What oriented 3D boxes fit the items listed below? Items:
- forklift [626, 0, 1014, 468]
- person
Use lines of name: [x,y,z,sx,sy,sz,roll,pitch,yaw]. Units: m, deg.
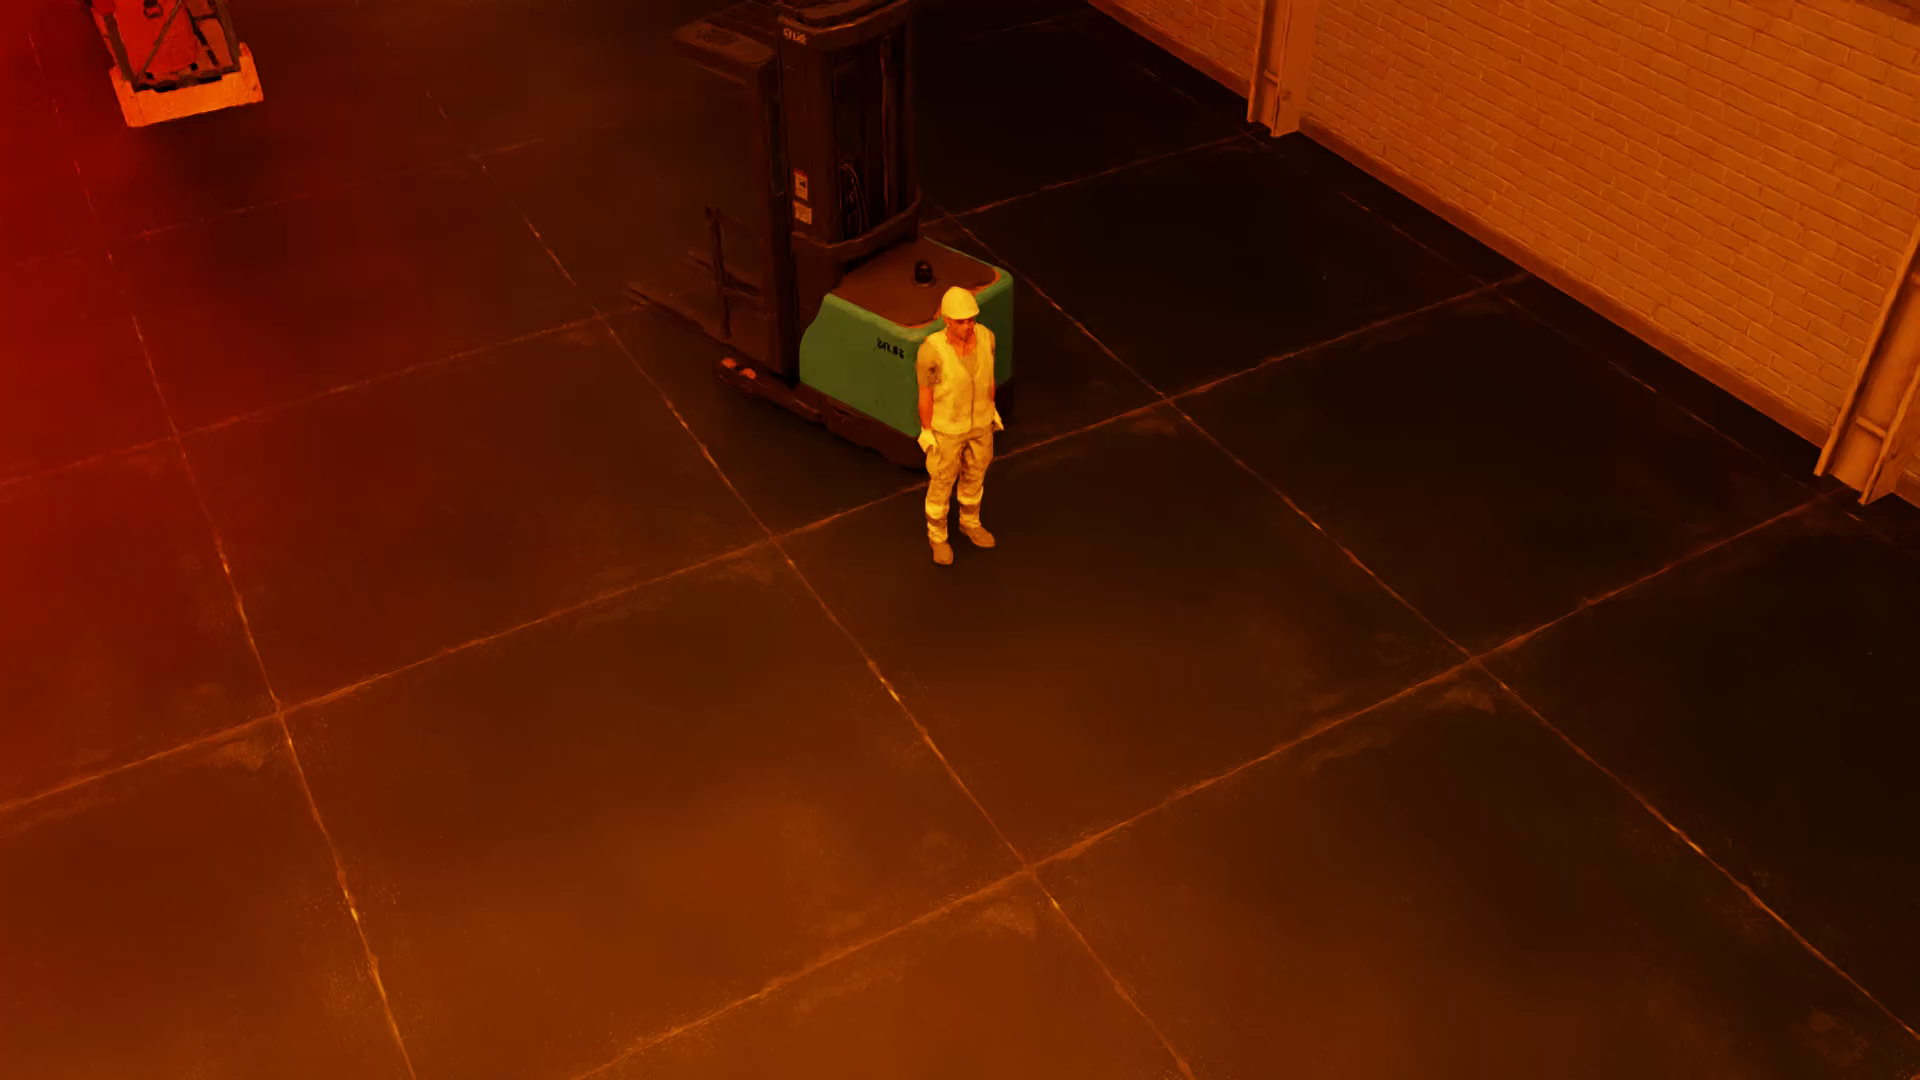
forklift: [-1.088,-2.387,10.914,3.031,2.935,1.130,28,47,30]
person: [0.012,-0.678,9.747,0.540,1.795,0.349,-20,44,-23]
